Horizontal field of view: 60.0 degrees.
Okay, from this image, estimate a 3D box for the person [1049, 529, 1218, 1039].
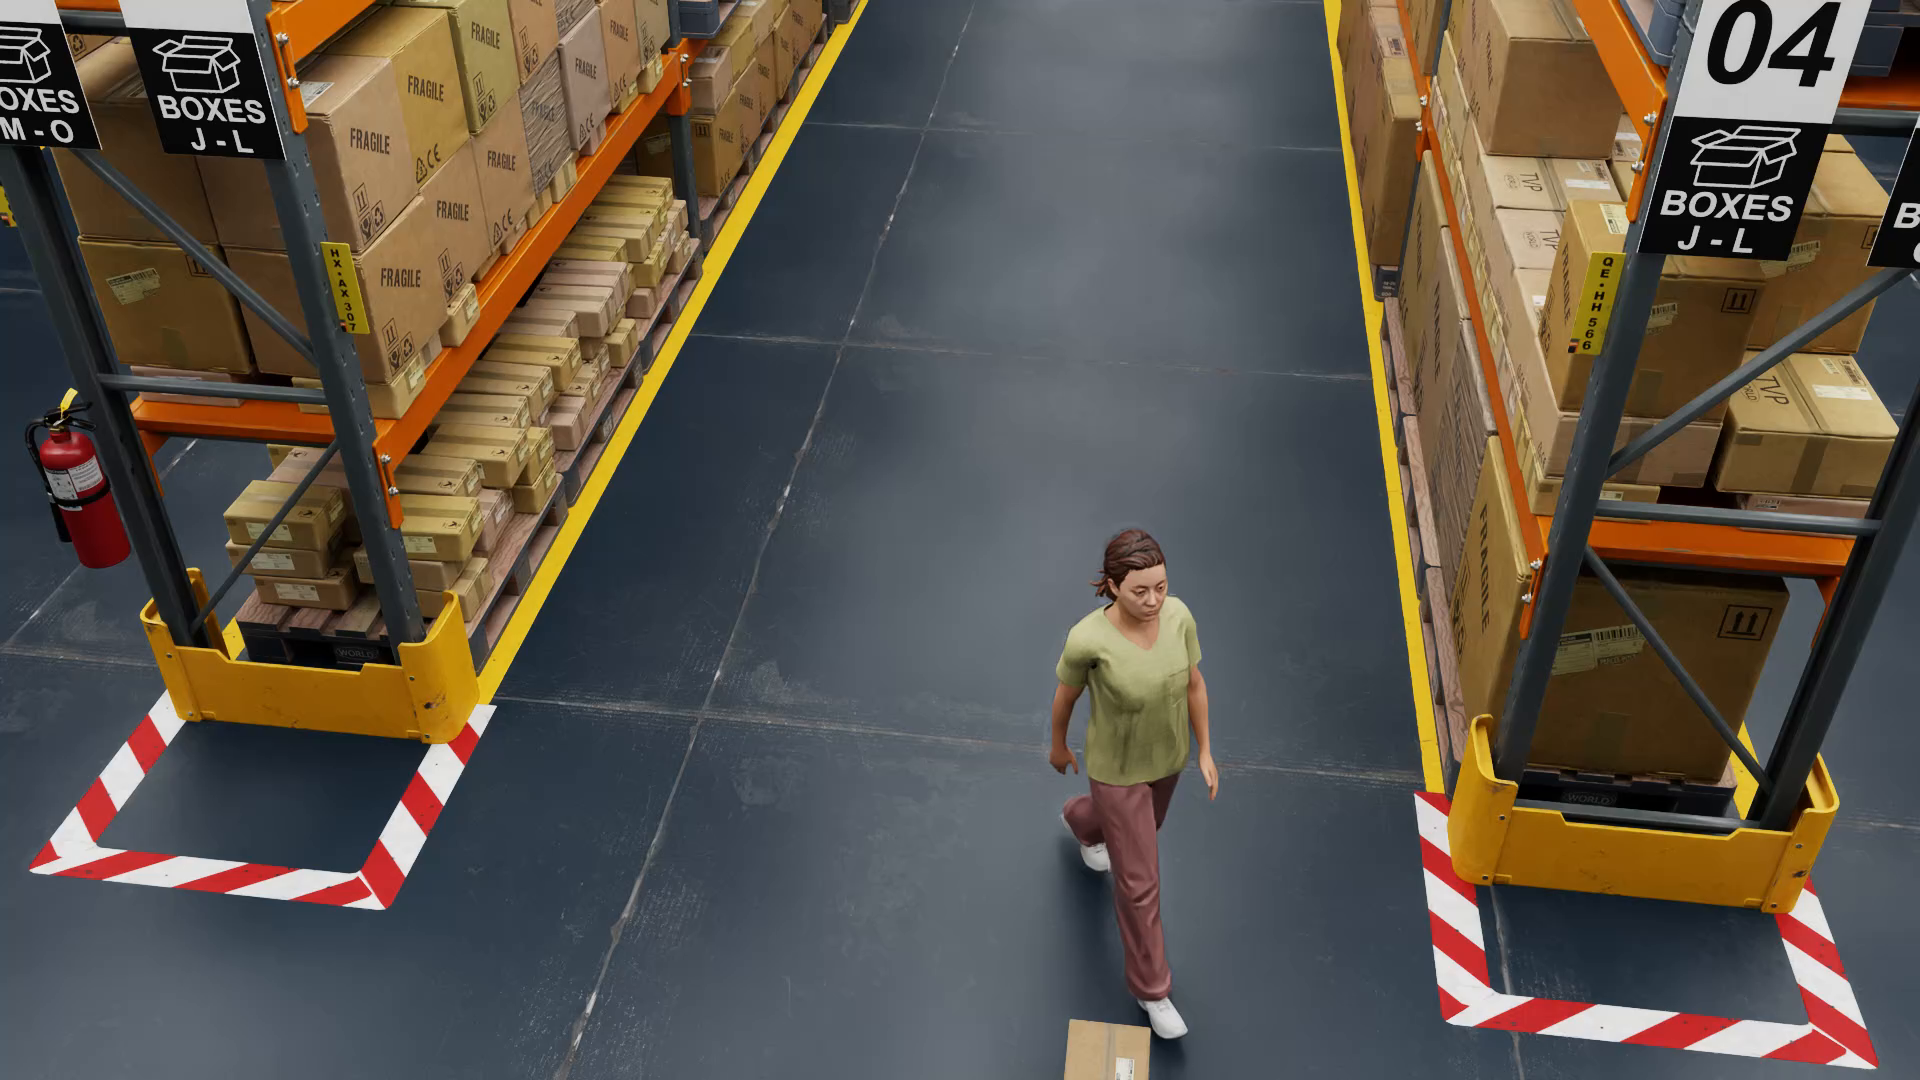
[{"bbox_3d":[0.573,0.696,5.224,0.449,1.622,1.003,-18,40,-23],"label":"person"}]
